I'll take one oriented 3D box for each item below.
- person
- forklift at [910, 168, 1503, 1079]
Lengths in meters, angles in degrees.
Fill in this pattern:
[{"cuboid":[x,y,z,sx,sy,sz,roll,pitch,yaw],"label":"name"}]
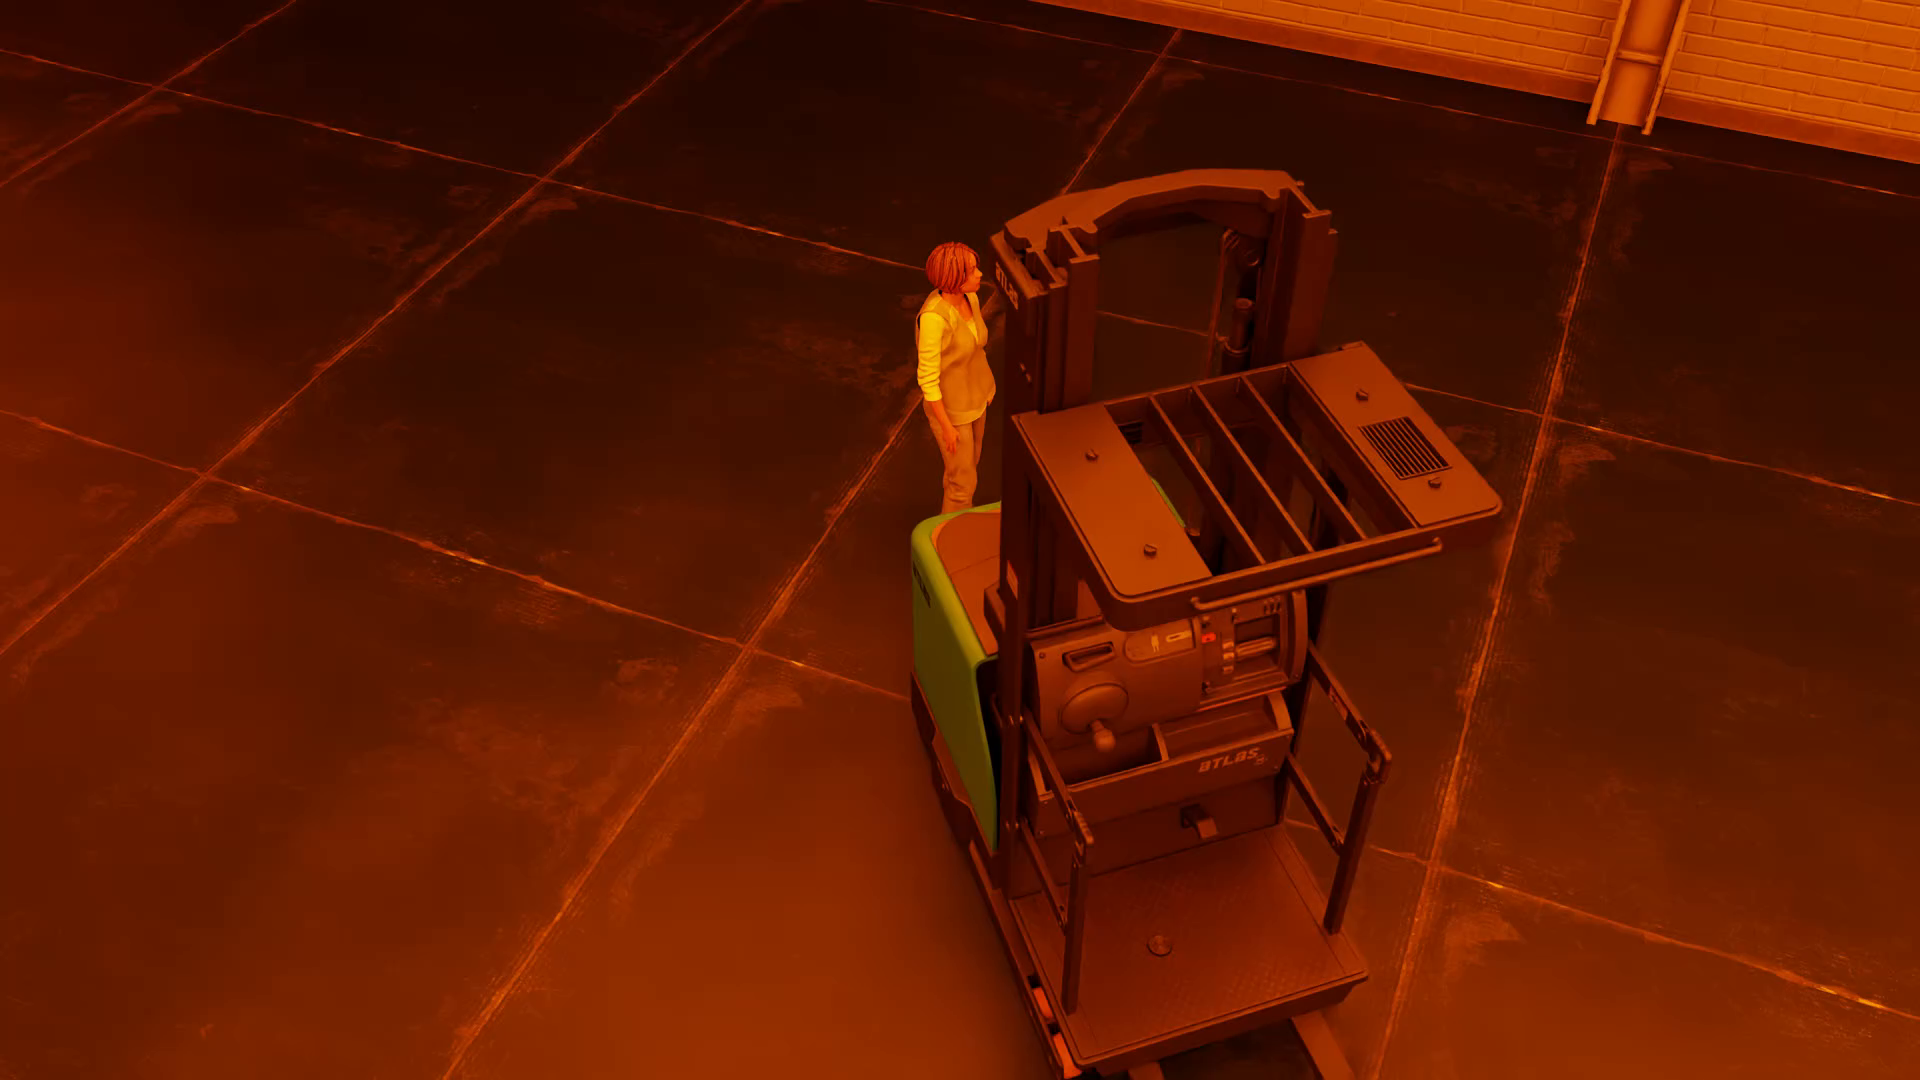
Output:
[{"cuboid":[0.062,-0.560,7.235,0.475,1.597,0.520,16,45,16],"label":"person"},{"cuboid":[0.749,0.490,5.148,1.130,2.935,3.031,-13,45,-13],"label":"forklift"}]
